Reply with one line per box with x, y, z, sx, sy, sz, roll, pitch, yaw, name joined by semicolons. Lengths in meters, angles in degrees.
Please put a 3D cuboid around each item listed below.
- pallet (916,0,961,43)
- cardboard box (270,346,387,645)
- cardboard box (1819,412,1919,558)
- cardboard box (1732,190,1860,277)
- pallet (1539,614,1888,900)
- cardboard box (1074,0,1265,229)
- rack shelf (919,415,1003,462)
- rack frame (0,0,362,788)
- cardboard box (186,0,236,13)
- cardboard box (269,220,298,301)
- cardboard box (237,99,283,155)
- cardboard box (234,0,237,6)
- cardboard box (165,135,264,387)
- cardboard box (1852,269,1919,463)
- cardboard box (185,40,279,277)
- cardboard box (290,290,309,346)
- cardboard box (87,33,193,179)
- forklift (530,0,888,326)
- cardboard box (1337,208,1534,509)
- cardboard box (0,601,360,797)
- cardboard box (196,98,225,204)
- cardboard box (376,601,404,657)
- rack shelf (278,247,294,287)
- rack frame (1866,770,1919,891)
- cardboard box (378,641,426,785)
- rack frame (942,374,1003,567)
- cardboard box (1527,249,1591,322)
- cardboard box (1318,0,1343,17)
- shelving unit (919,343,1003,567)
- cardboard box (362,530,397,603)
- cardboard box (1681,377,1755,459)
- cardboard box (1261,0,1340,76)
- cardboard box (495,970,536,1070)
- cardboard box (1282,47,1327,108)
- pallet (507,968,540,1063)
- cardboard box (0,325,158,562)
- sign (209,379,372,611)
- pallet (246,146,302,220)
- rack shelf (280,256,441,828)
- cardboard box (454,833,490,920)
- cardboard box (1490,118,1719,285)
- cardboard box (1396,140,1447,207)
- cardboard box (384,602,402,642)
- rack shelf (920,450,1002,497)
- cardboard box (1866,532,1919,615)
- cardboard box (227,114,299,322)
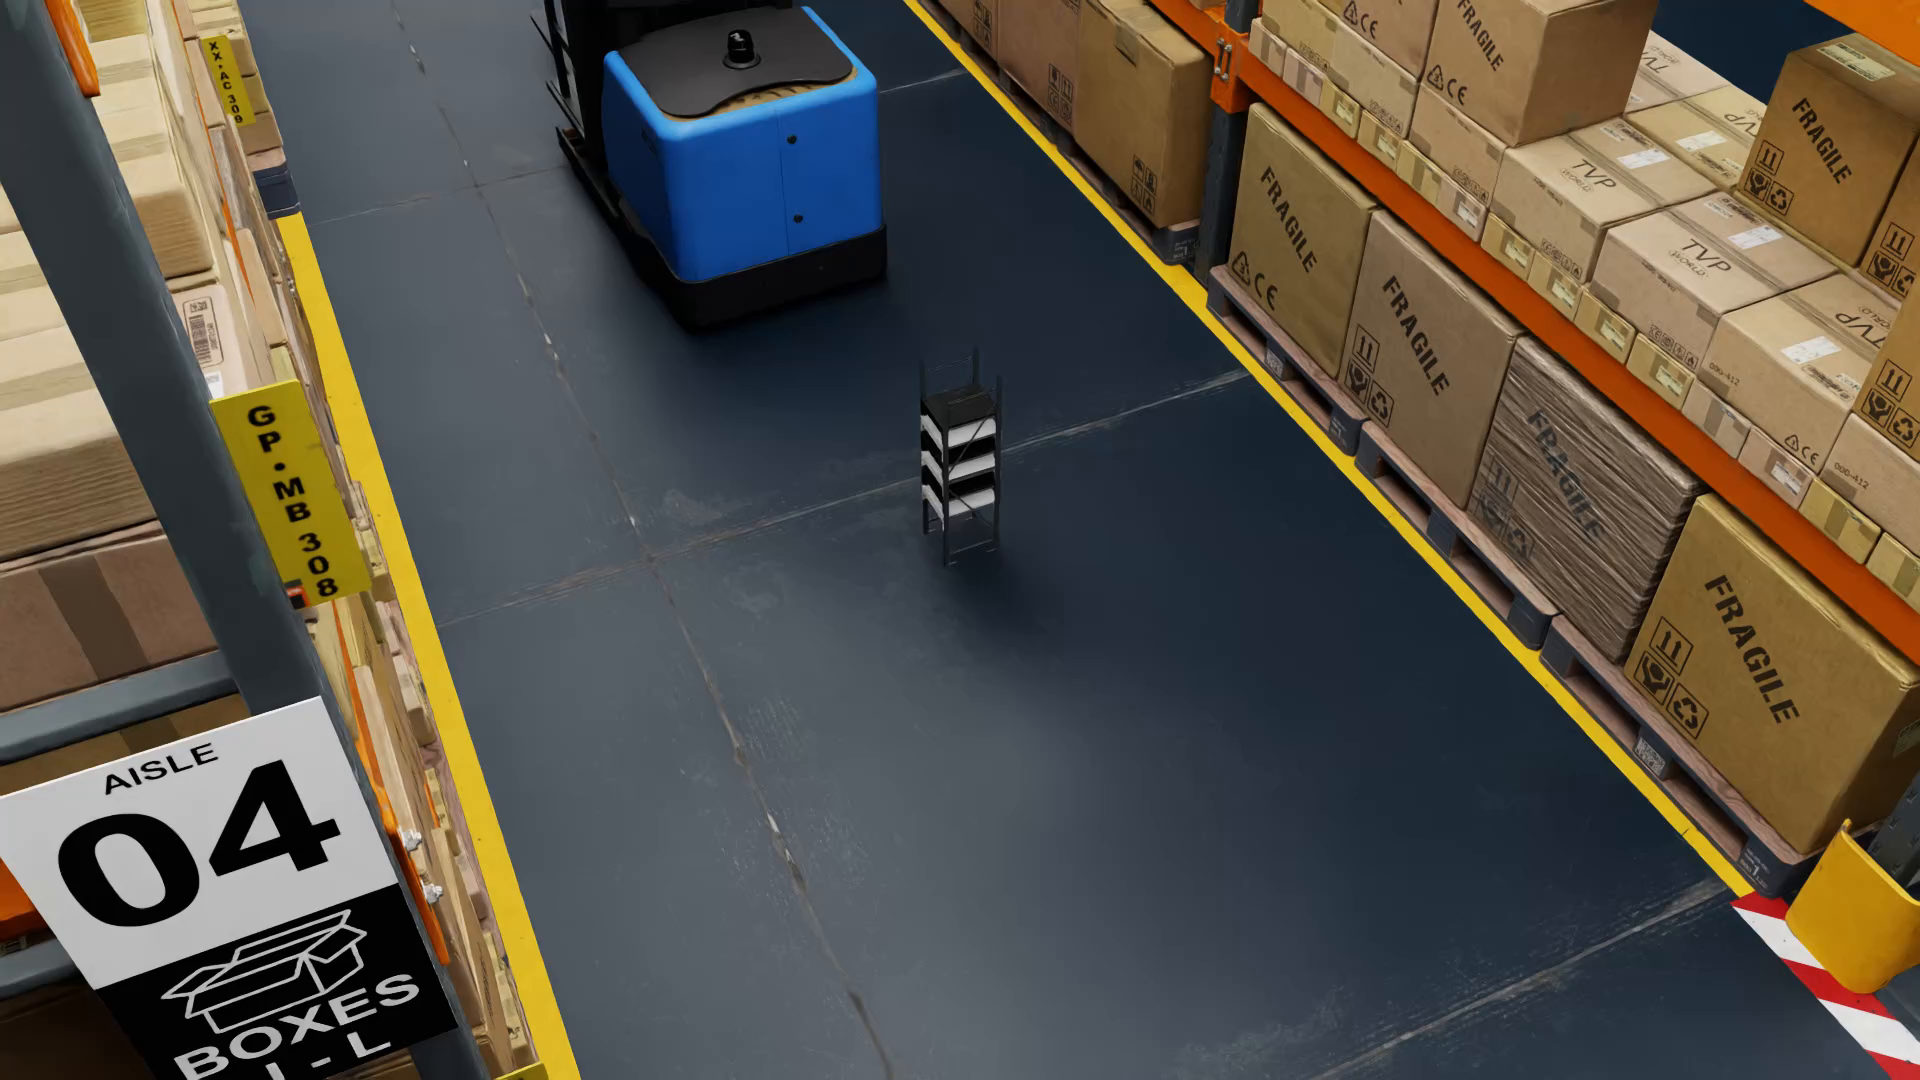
0.188;-3.486;10.133;1.003;0.211;1.213;-18;47;-17;pallet
-1.619;-0.024;3.644;0.500;0.500;0.500;-19;48;-18;cardboard box
2.844;-0.188;4.700;0.500;0.250;0.500;-19;48;-18;cardboard box
2.899;-0.994;5.517;0.500;0.250;0.500;-20;48;-19;cardboard box
2.881;0.601;5.991;1.003;0.211;1.213;-18;47;-17;pallet
1.319;-2.249;8.108;1.225;0.875;0.875;-18;47;-17;cardboard box
0.003;-0.420;6.326;0.258;0.077;0.200;-18;47;-17;rack shelf
-1.255;-0.640;0.992;1.000;3.000;0.127;-18;47;-17;rack frame
-2.808;-1.888;5.985;0.380;0.149;0.250;-17;47;-16;cardboard box
-3.007;-1.129;6.706;0.500;0.250;0.500;-20;48;-19;cardboard box
-2.685;-1.501;6.015;0.380;0.149;0.250;-20;48;-19;cardboard box
-2.904;-1.936;6.244;0.380;0.149;0.250;-17;47;-16;cardboard box
-1.424;-0.386;2.621;0.500;0.250;0.500;-19;48;-18;cardboard box
2.845;-0.457;4.439;0.500;0.500;0.500;-17;47;-17;cardboard box
-2.271;-1.004;4.637;0.500;0.500;0.500;-19;48;-19;cardboard box
-2.397;-0.720;5.522;0.380;0.149;0.250;-19;48;-18;cardboard box
-1.424;-0.630;2.584;0.380;0.149;0.250;-17;47;-17;cardboard box
-1.465;-3.065;7.770;1.130;2.935;3.031;-20;48;-19;forklift
2.190;-0.830;6.669;0.875;0.875;0.875;-18;47;-17;cardboard box
-1.211;0.119;2.465;0.500;0.250;0.500;-16;47;-16;cardboard box
-1.864;-0.874;3.471;0.500;0.250;0.500;-18;47;-18;cardboard box
-2.060;0.391;5.525;0.380;0.149;0.250;-20;48;-19;cardboard box
-3.777;-2.072;7.227;1.077;0.370;4.000;-18;47;-17;rack shelf
3.288;0.095;4.518;1.000;3.000;0.127;-18;47;-17;rack frame
-1.635;0.337;3.990;0.500;0.500;0.500;-17;47;-17;cardboard box
0.046;-0.250;6.363;0.240;0.900;0.006;-18;47;-17;rack frame
2.197;-0.920;5.725;0.380;0.149;0.250;-17;47;-17;cardboard box
1.576;-2.393;6.401;0.500;0.500;0.500;-18;47;-17;cardboard box
0.003;-0.315;6.429;0.258;0.900;0.210;-18;47;-17;shelving unit
-2.262;0.147;5.985;0.380;0.149;0.250;-20;48;-19;cardboard box
2.520;-0.431;5.230;0.380;0.149;0.250;-17;47;-17;cardboard box
1.566;-2.130;6.668;0.500;0.250;0.500;-19;48;-18;cardboard box
-1.381;1.376;4.527;0.380;0.149;0.250;-18;47;-18;cardboard box
1.539;-1.911;6.730;0.380;0.149;0.250;-20;48;-19;cardboard box
-1.596;1.911;4.663;1.003;0.211;1.213;-18;47;-17;pallet
-1.184;-0.113;2.060;0.380;0.149;0.250;-18;48;-18;cardboard box
-0.762;-0.044;1.901;0.100;0.325;0.005;-18;47;-17;sign
-3.126;-1.516;6.287;1.003;0.211;1.213;-18;47;-17;pallet
-2.095;0.477;4.643;1.077;0.370;4.000;-18;47;-17;rack shelf
-1.707;1.119;5.211;0.380;0.149;0.250;-20;48;-19;cardboard box
2.194;-1.167;5.692;0.500;0.250;0.500;-18;47;-17;cardboard box
1.871;-1.413;6.225;0.380;0.149;0.250;-19;48;-18;cardboard box
-2.259;0.300;6.041;0.380;0.149;0.250;-20;48;-19;cardboard box
0.003;-0.291;6.452;0.258;0.077;0.200;-18;47;-17;rack shelf
2.840;0.055;4.738;0.380;0.149;0.250;-17;47;-17;cardboard box
-2.477;-0.971;5.315;0.500;0.500;0.500;-18;47;-17;cardboard box
